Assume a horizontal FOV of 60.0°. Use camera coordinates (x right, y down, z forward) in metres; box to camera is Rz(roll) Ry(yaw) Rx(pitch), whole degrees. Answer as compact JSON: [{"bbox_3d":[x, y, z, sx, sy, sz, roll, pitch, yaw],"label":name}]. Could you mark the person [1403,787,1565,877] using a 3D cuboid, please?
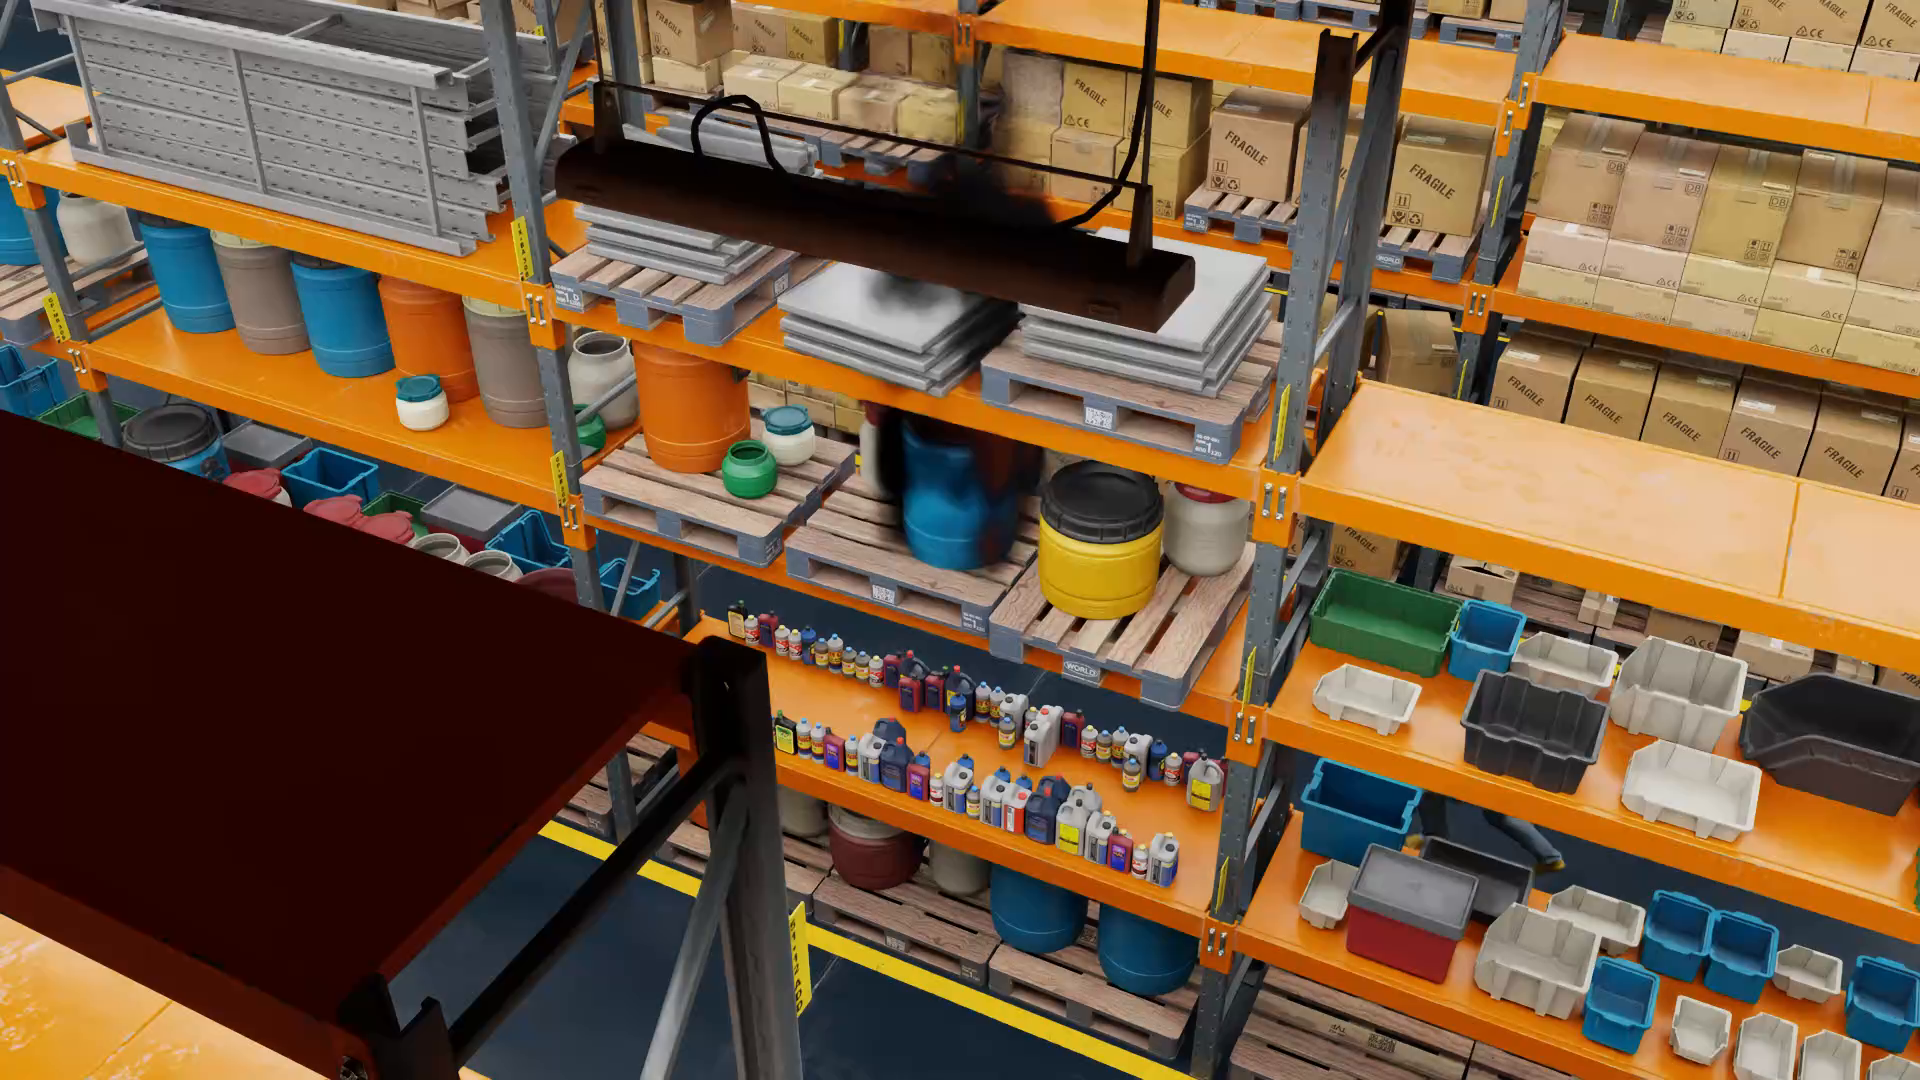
[{"bbox_3d":[3.276,1.425,10.095,0.986,1.698,0.711,19,39,25],"label":"person"}]
